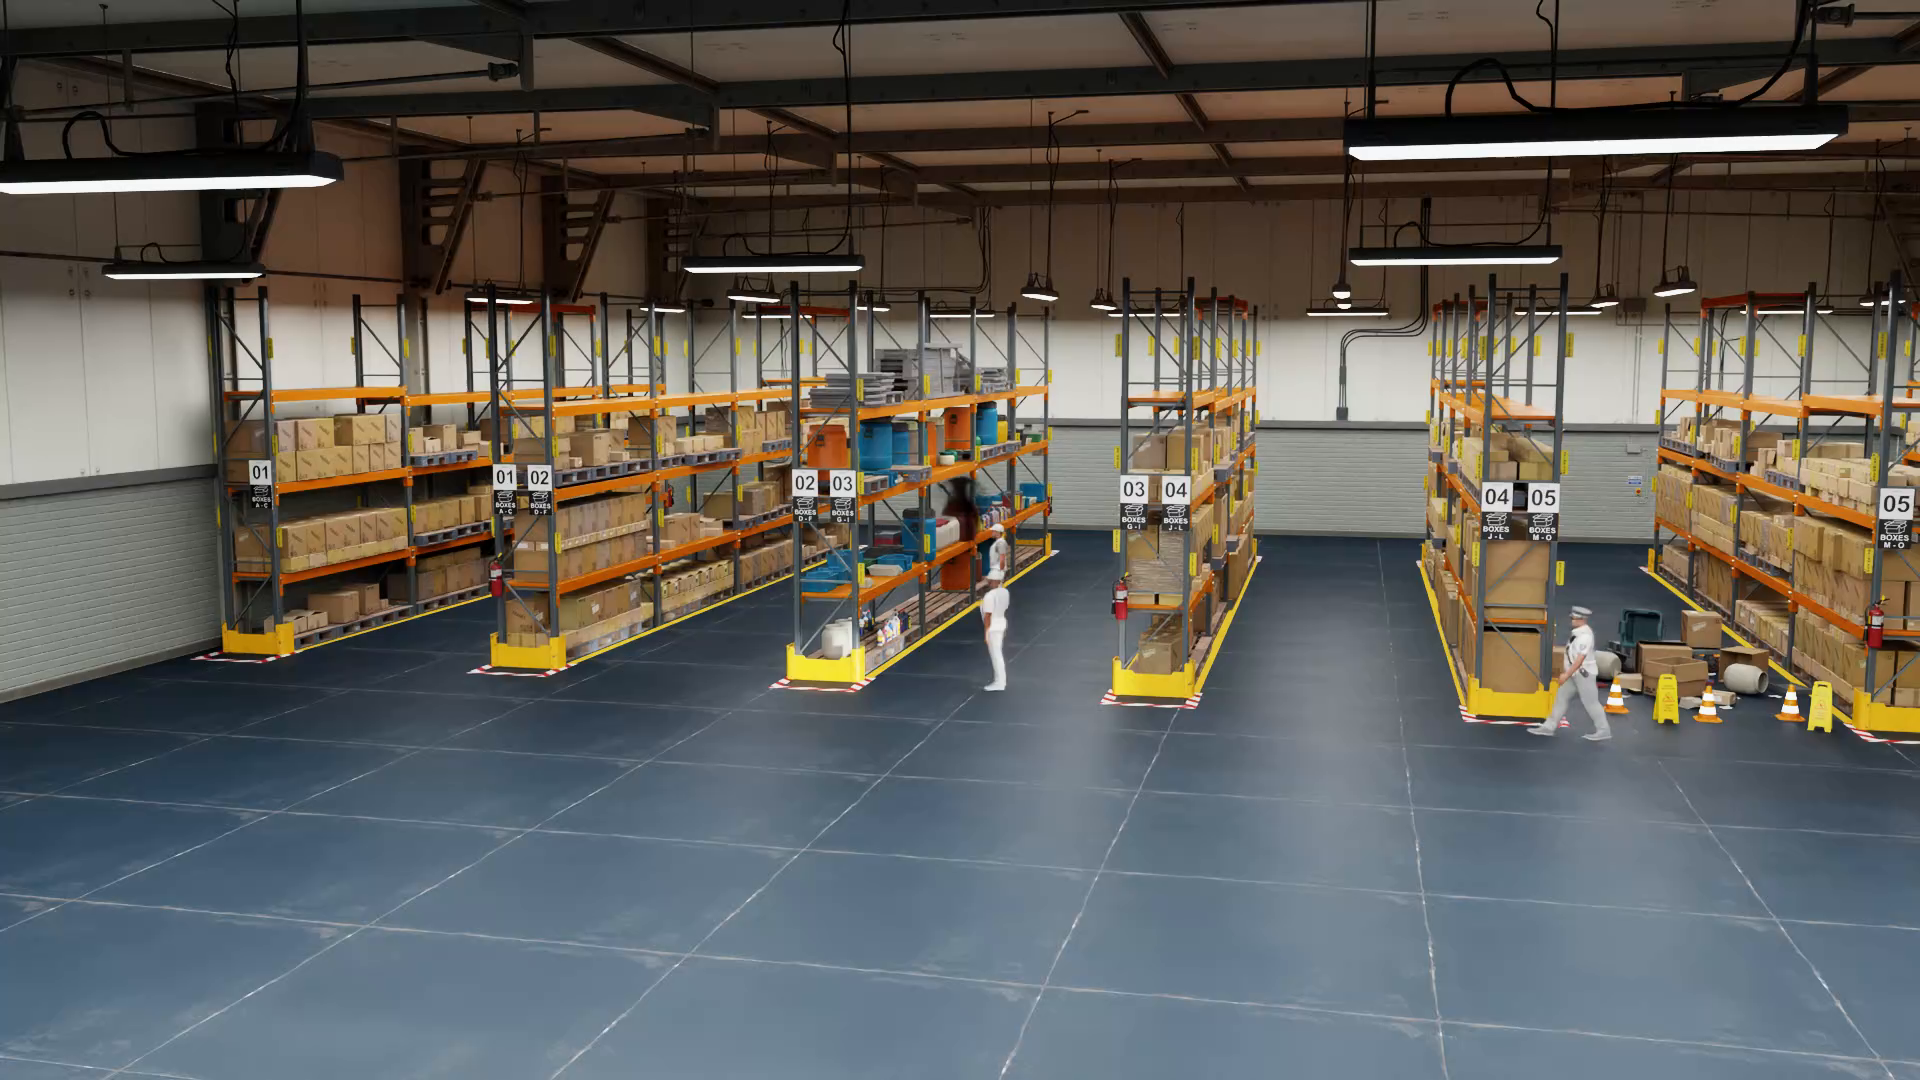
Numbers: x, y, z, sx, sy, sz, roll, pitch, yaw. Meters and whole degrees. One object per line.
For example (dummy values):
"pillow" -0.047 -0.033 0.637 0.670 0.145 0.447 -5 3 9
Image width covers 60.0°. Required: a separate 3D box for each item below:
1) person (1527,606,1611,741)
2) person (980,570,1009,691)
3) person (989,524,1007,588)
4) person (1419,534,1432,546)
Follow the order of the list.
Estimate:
"person" 7.818 1.699 21.193 0.987 1.716 0.533 0 7 2
"person" 0.504 1.330 24.432 0.388 1.794 0.638 1 7 13
"person" 0.670 0.618 30.546 0.375 1.831 0.618 -1 7 -5
"person" 12.049 -0.675 41.856 0.914 1.734 0.591 0 7 1
